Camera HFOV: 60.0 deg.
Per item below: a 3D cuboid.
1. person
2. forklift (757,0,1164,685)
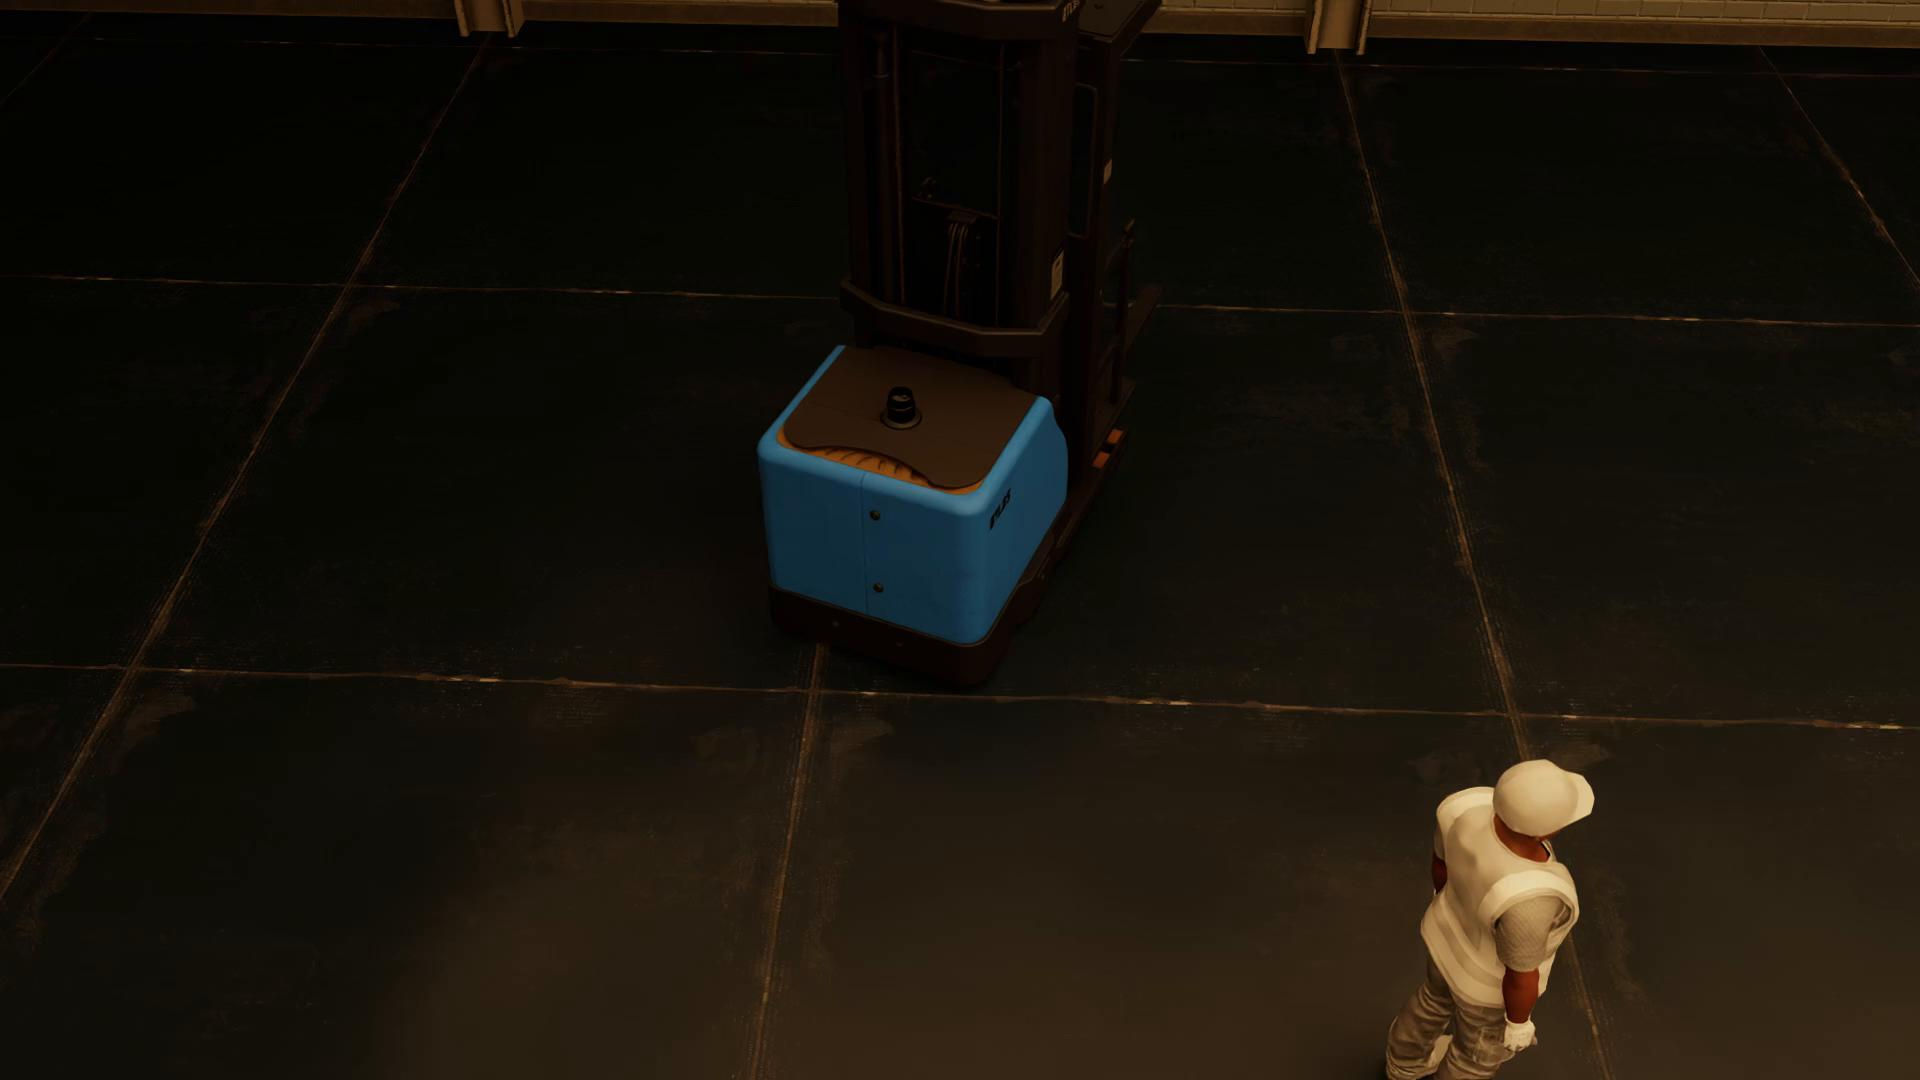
[{"bbox_3d":[1.648,1.294,5.176,0.377,1.788,0.568,-9,43,-10],"label":"person"},{"bbox_3d":[0.199,-1.461,7.343,1.130,2.935,3.031,16,45,17],"label":"forklift"}]
